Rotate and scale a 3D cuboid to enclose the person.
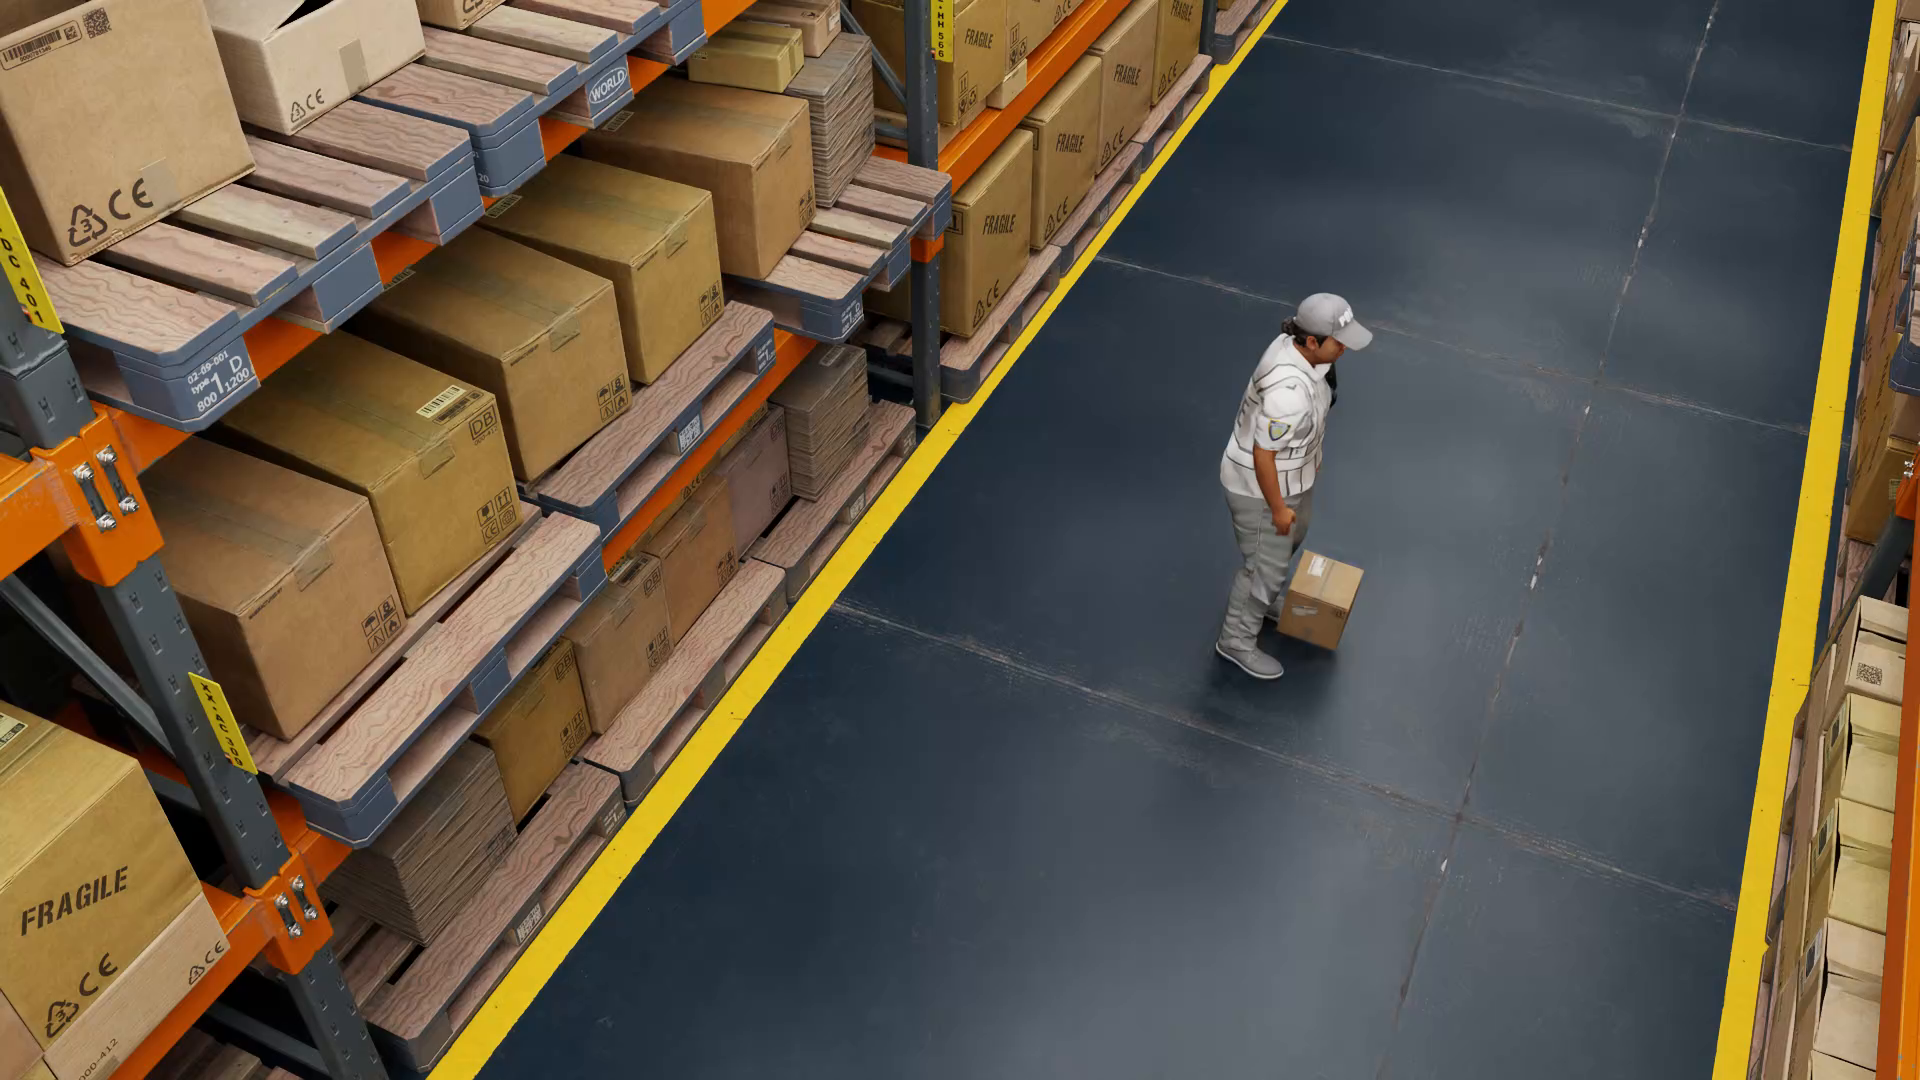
[{"bbox_3d":[1.241,-0.235,6.412,0.454,1.668,0.533,16,45,17],"label":"person"}]
